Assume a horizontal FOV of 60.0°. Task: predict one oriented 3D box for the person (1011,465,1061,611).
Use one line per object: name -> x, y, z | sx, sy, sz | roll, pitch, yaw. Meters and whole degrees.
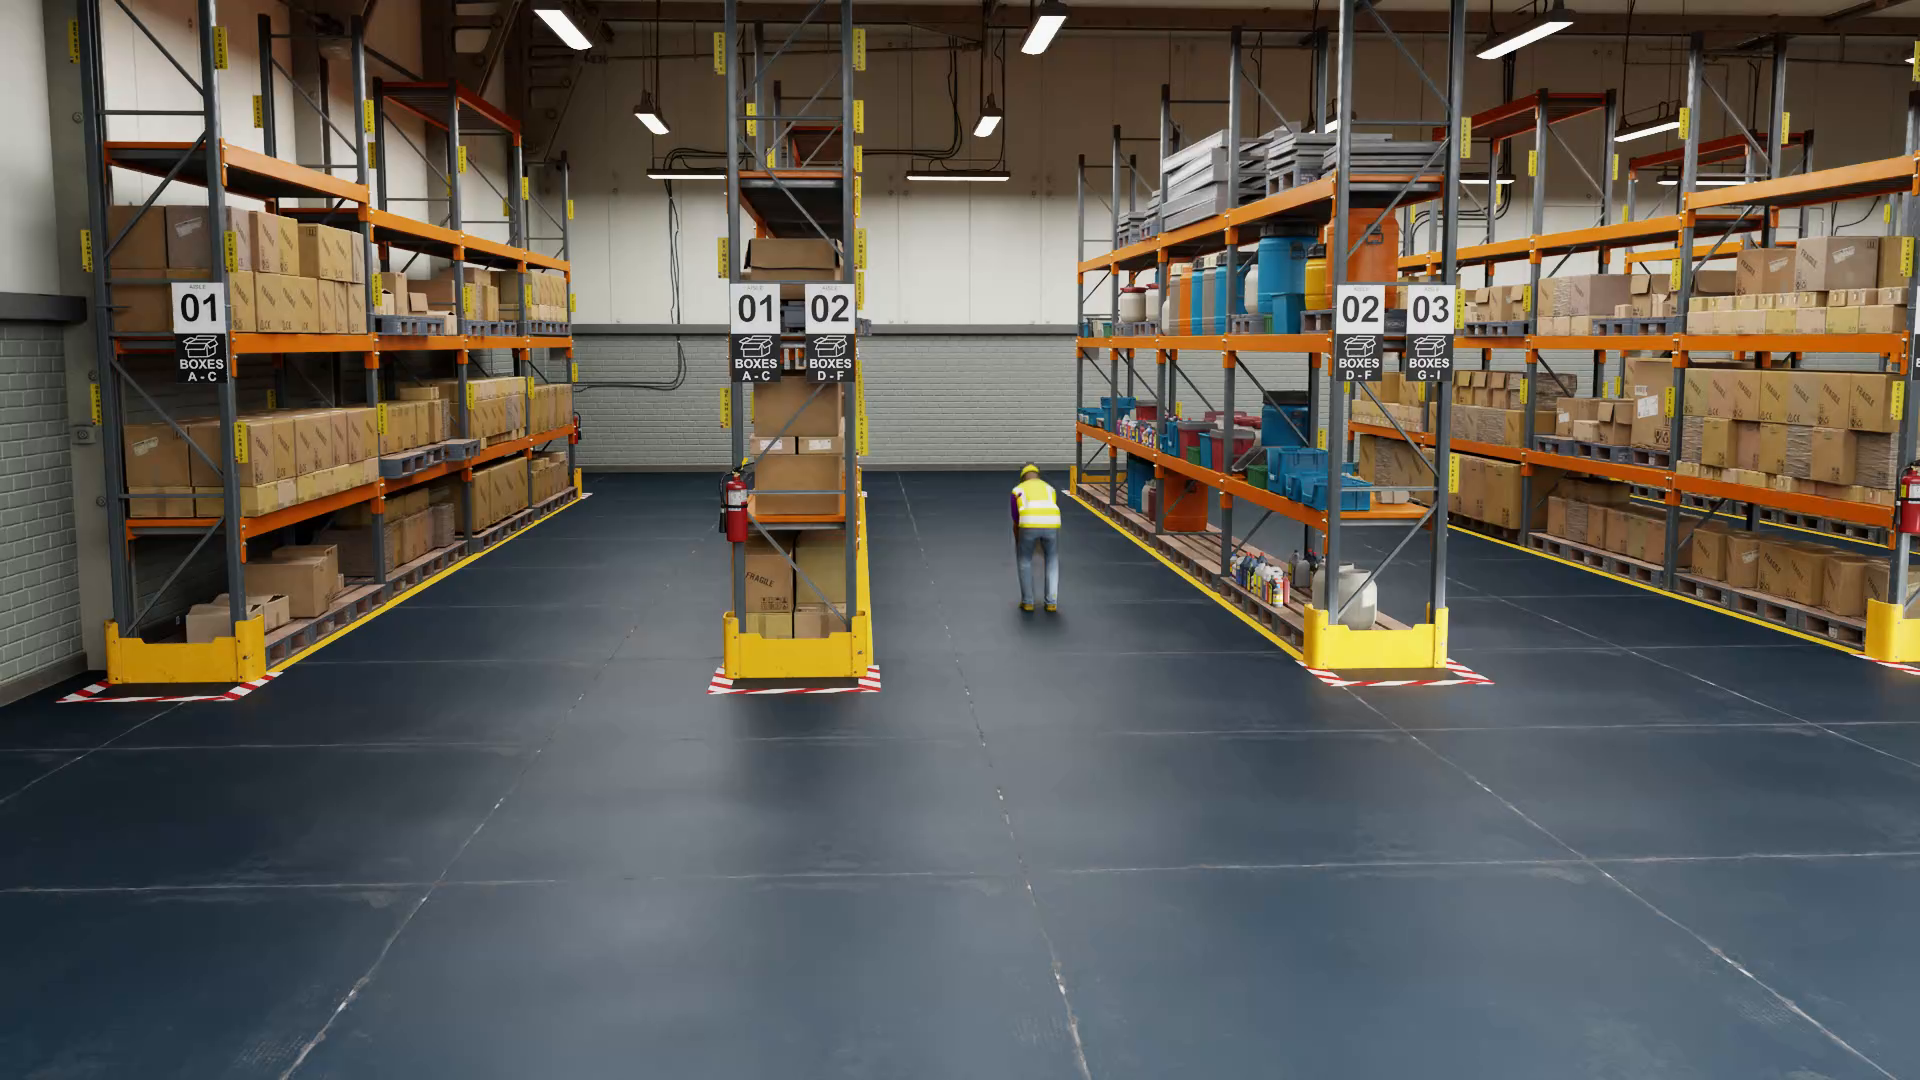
person -> 0.770, -0.031, 17.212 | 0.488, 1.453, 0.857 | -1, 7, -5
